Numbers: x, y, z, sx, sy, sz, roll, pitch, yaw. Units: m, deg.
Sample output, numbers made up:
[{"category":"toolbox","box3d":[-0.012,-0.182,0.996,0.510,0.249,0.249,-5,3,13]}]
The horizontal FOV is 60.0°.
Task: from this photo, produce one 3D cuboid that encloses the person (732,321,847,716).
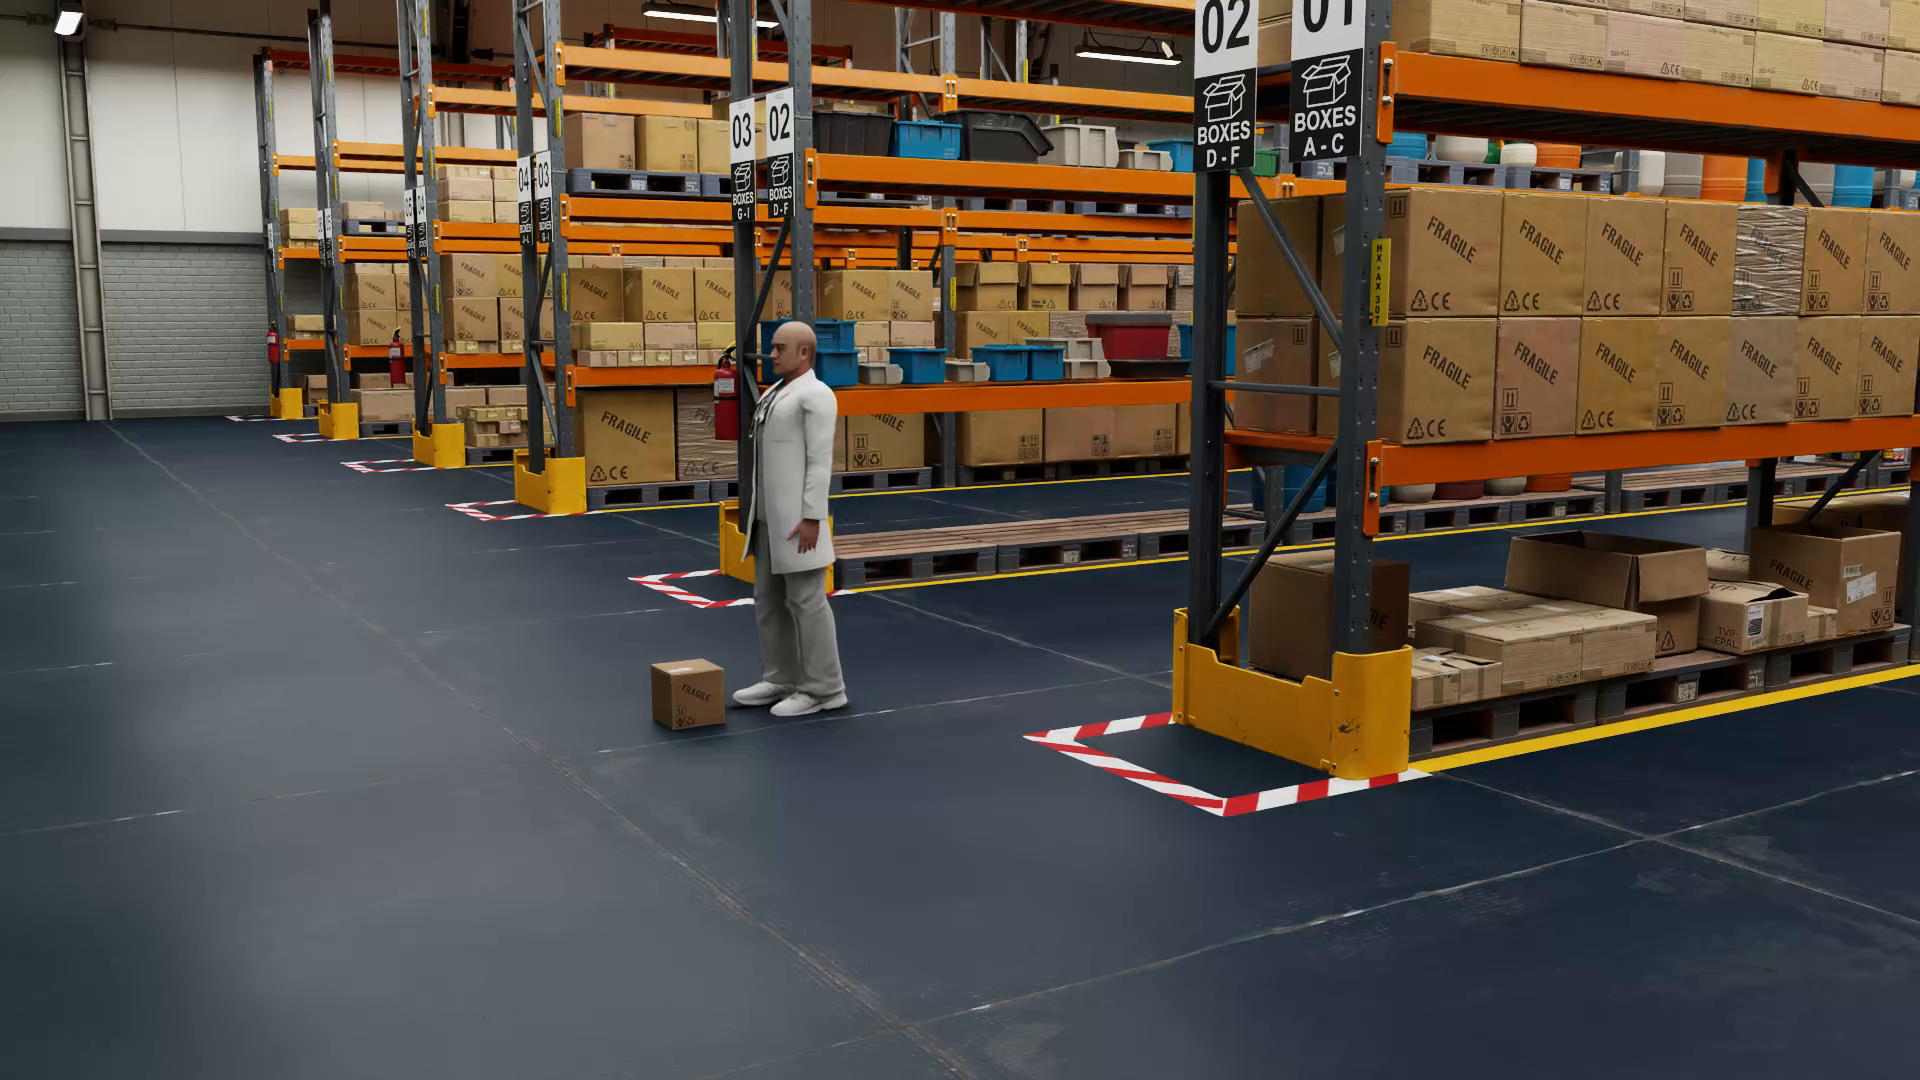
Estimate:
[{"category":"person","box3d":[-0.783,-0.093,7.597,0.465,1.795,0.565,-5,9,-30]}]
